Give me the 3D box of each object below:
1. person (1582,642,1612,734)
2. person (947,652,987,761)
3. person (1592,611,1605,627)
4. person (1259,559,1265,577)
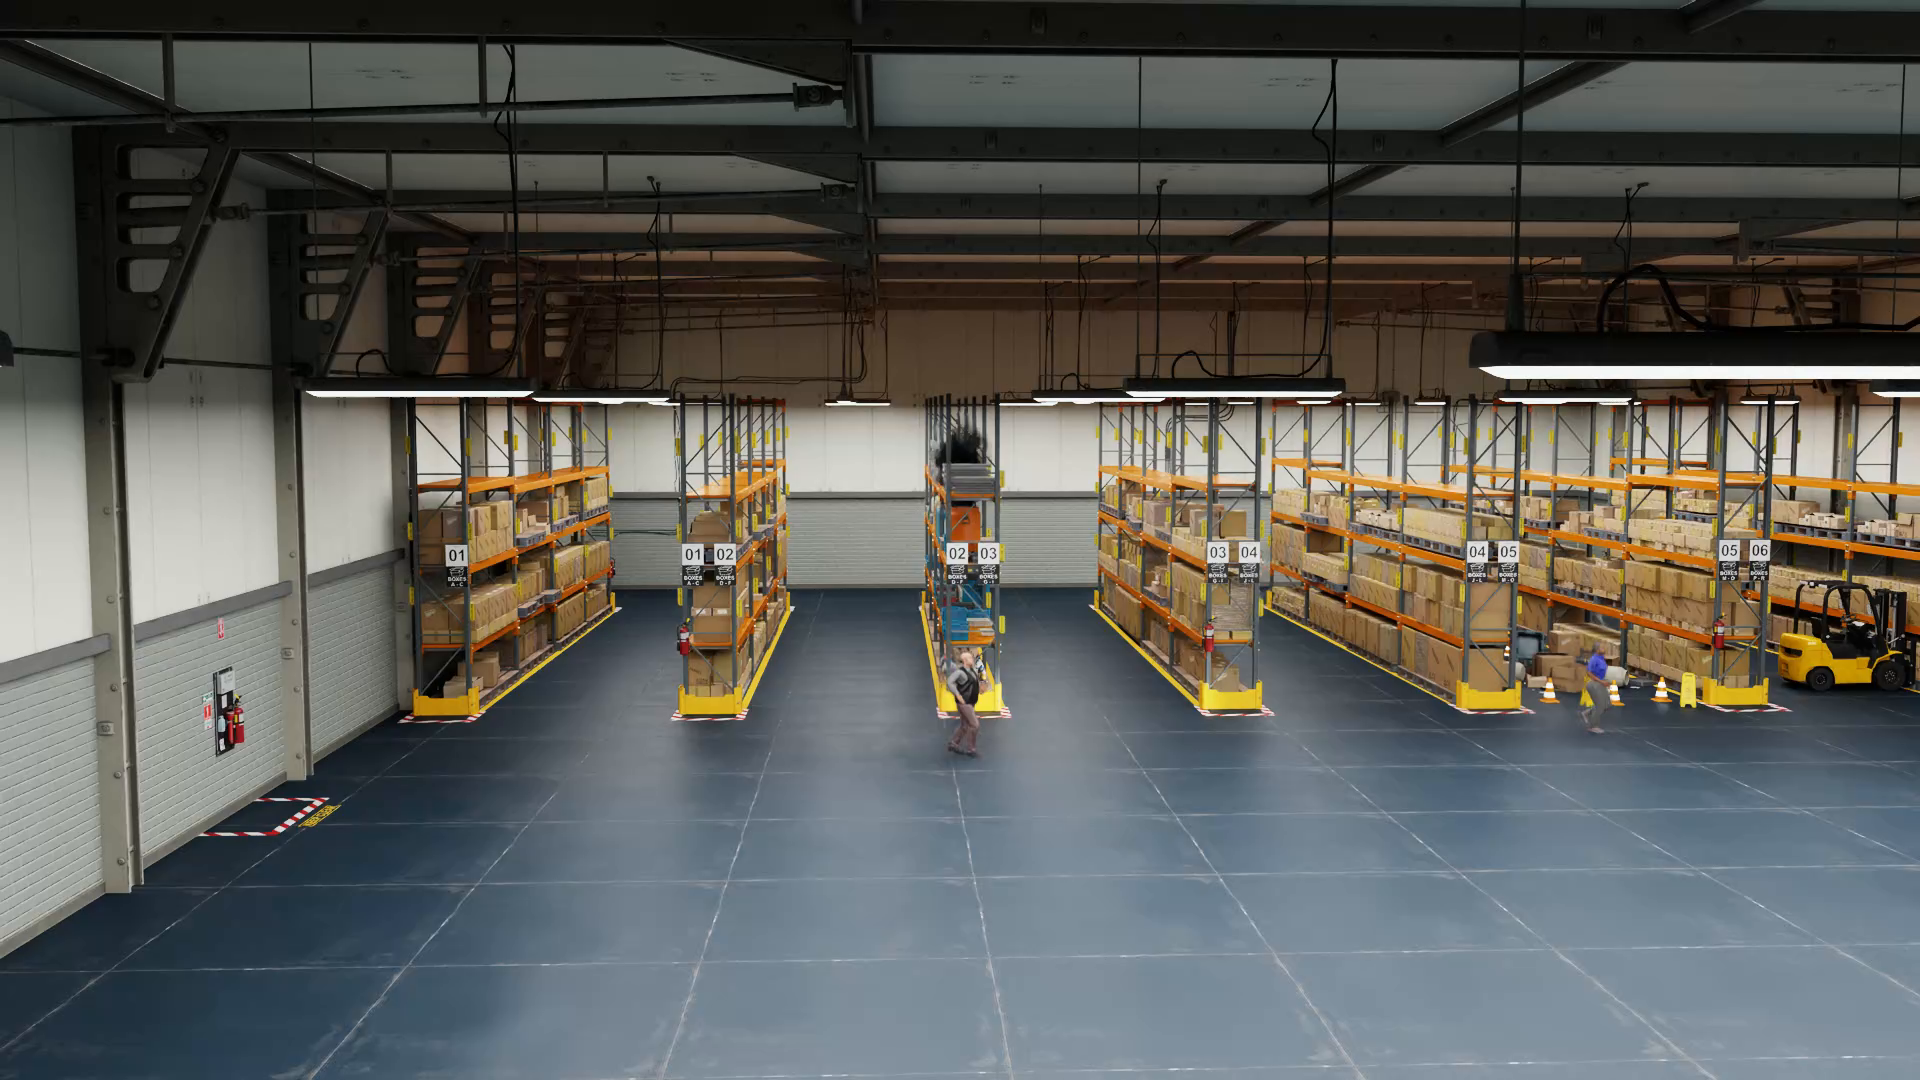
[{"bbox_3d":[11.244,2.602,29.376,0.537,1.624,0.589,4,6,41],"label":"person"},{"bbox_3d":[0.088,2.727,27.167,0.707,1.782,0.558,2,5,21],"label":"person"},{"bbox_3d":[16.212,1.568,42.305,0.531,1.580,0.883,-1,5,-12],"label":"person"},{"bbox_3d":[8.540,1.069,48.529,0.773,1.687,0.642,-3,5,-34],"label":"person"}]
